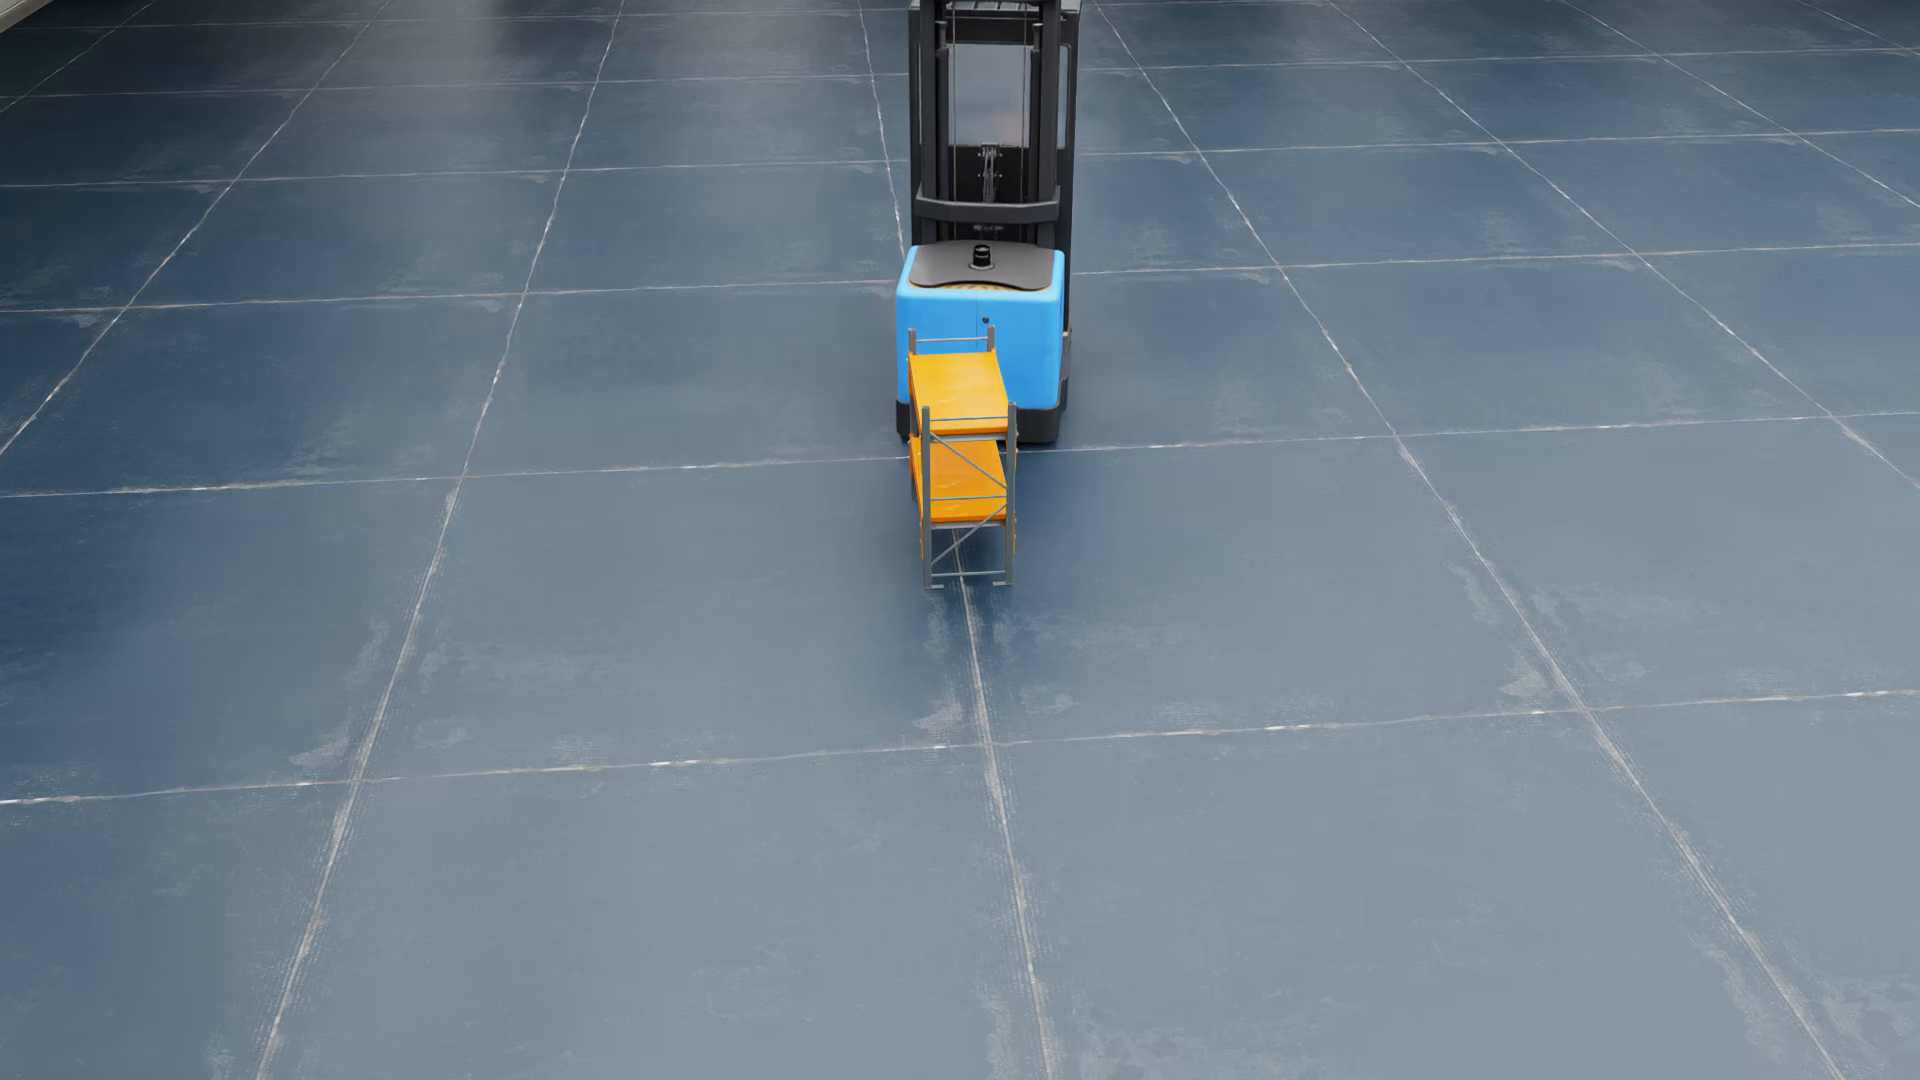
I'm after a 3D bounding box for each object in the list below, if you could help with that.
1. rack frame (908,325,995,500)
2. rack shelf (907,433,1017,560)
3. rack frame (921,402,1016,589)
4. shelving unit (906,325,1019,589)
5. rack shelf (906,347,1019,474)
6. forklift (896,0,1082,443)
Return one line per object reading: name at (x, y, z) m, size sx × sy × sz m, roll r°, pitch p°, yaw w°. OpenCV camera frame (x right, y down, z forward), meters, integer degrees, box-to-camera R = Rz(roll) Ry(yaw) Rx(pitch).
rack frame at (-0.048, -0.746, 9.902) m, size 0.500 × 1.125 × 0.032 m, roll -3°, pitch 31°, yaw -5°
rack shelf at (-0.001, -0.276, 9.593) m, size 0.538 × 0.278 × 1.000 m, roll -3°, pitch 31°, yaw -5°
rack frame at (0.047, -0.227, 9.033) m, size 0.500 × 1.125 × 0.032 m, roll -3°, pitch 31°, yaw -5°
shelving unit at (-0.001, -0.486, 9.467) m, size 0.538 × 1.125 × 1.048 m, roll -3°, pitch 31°, yaw -5°
rack shelf at (-0.001, -0.738, 9.317) m, size 0.538 × 0.278 × 1.000 m, roll -3°, pitch 31°, yaw -5°
forklift at (0.236, -2.610, 11.262) m, size 1.130 × 2.935 × 3.031 m, roll 3°, pitch 31°, yaw 4°
